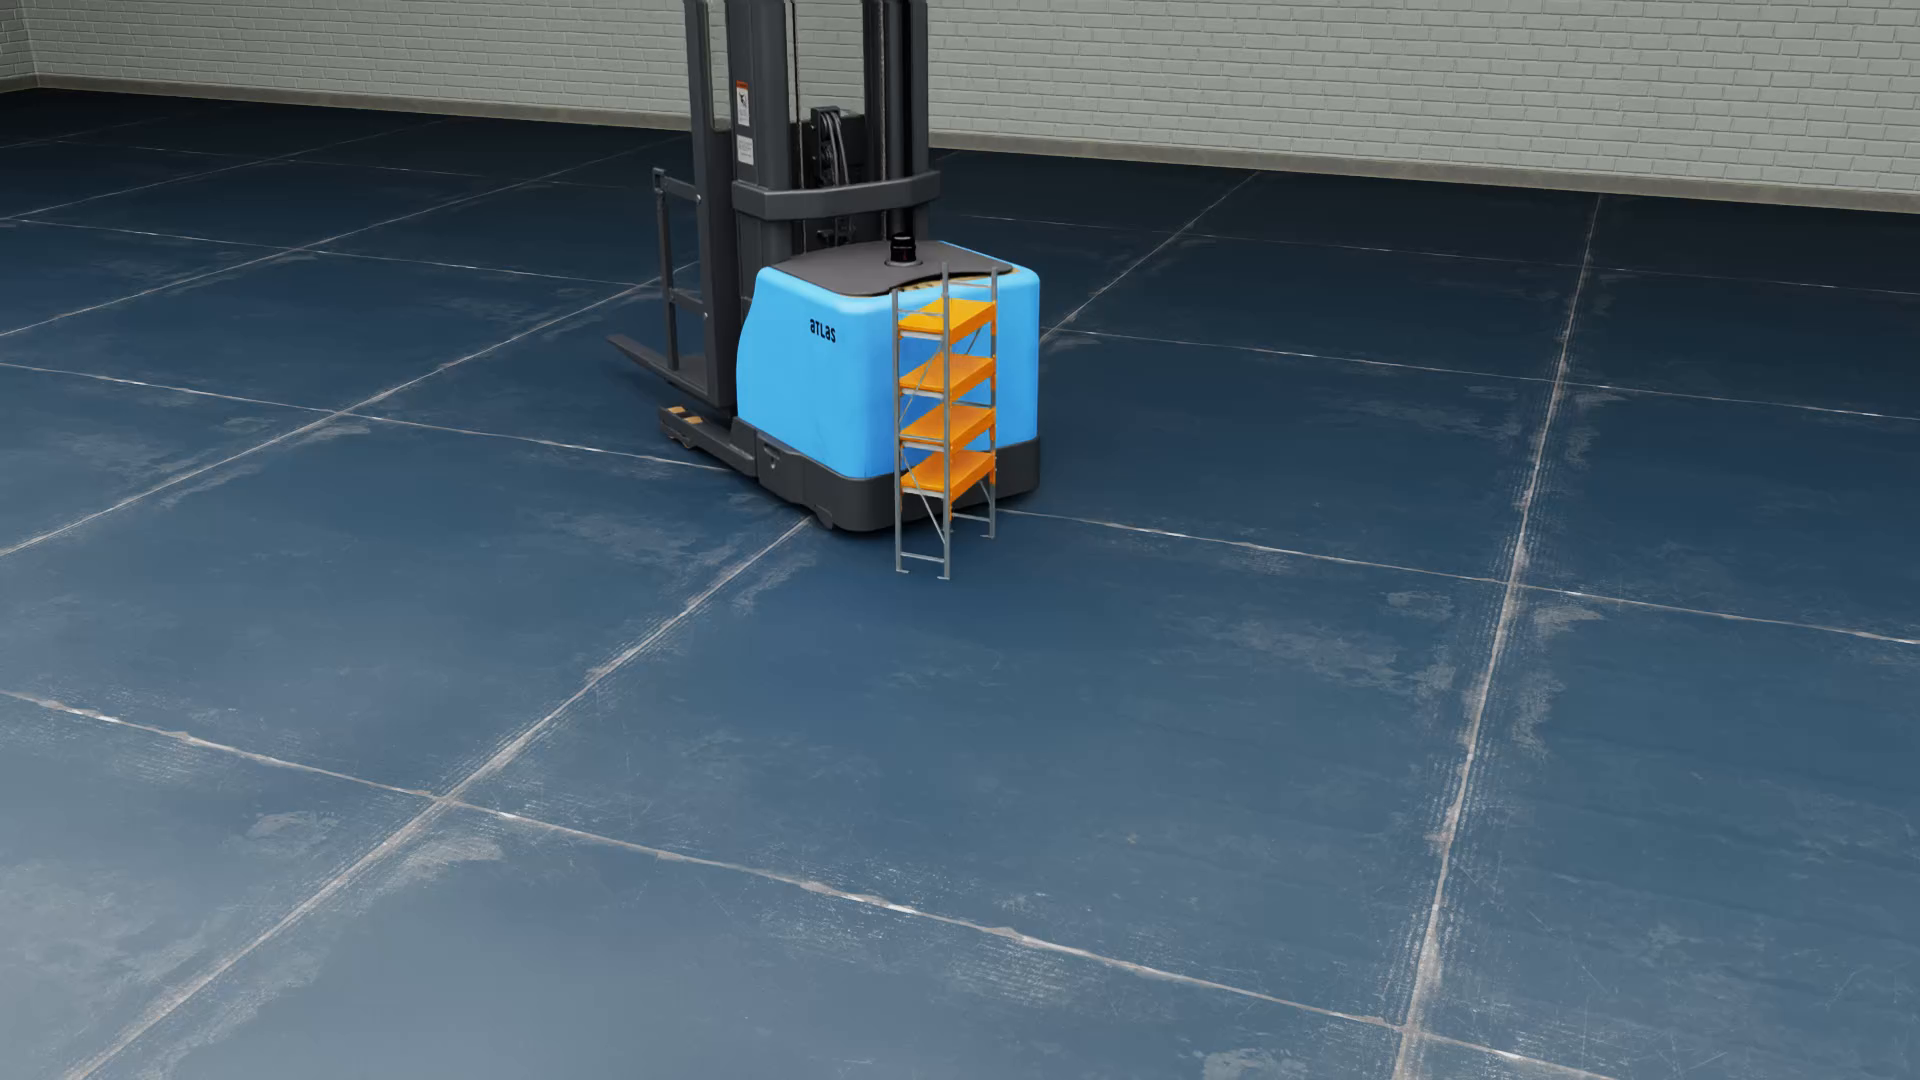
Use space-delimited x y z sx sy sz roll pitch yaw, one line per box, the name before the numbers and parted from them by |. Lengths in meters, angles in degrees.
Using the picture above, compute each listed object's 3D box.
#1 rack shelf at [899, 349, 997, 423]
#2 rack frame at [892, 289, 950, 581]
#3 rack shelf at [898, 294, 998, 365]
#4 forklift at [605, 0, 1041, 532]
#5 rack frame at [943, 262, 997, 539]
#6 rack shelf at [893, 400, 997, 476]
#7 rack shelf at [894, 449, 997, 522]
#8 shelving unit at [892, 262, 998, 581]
rack shelf | -0.056 -0.636 6.810 0.258 0.148 0.480 9 24 21
rack frame | -0.153 -0.405 6.664 0.240 1.200 0.015 9 24 21
rack shelf | -0.056 -0.854 6.719 0.258 0.148 0.480 9 24 21
forklift | -0.882 -1.900 7.997 1.130 2.935 3.031 -15 27 -32
rack frame | 0.040 -0.578 7.077 0.240 1.200 0.015 9 24 21
rack shelf | -0.056 -0.430 6.896 0.258 0.148 0.480 9 24 21
rack shelf | -0.056 -0.246 6.973 0.258 0.148 0.480 9 24 21
shelving unit | -0.056 -0.492 6.870 0.258 1.200 0.503 9 24 21
